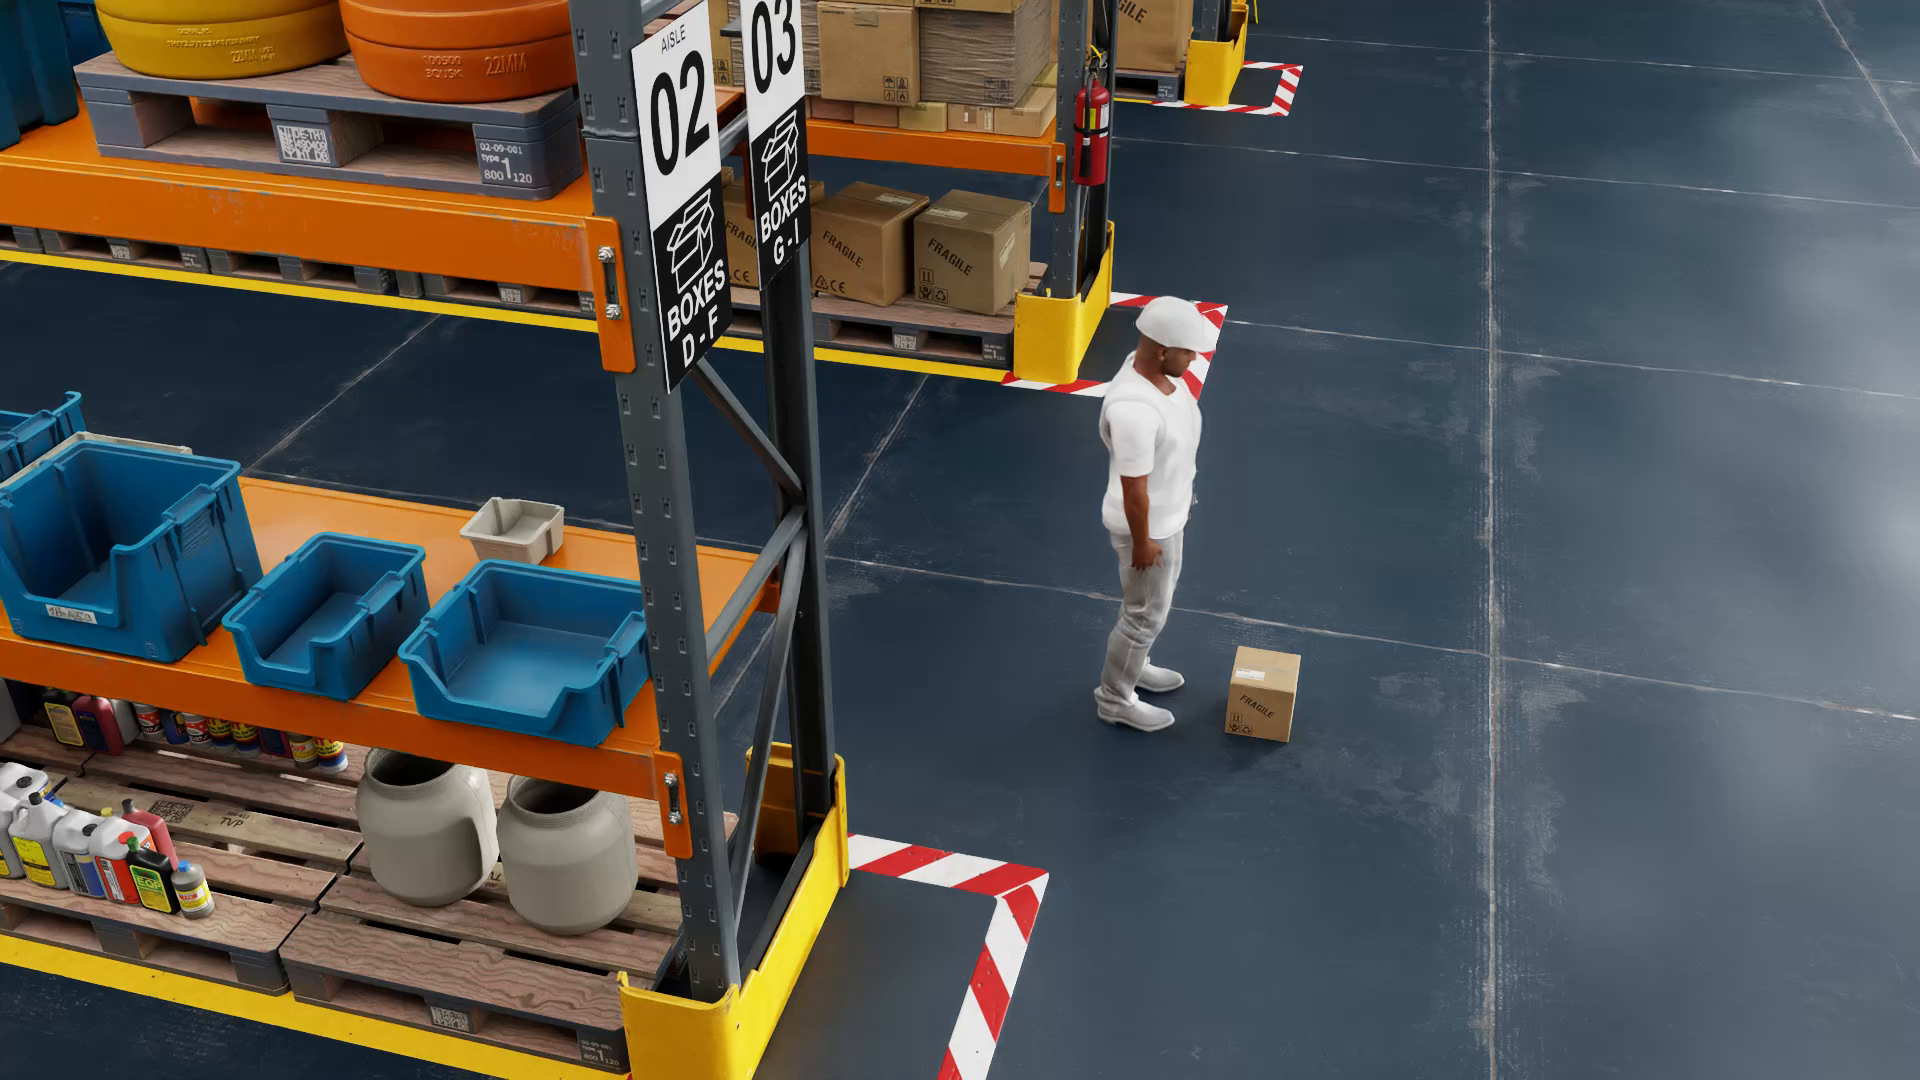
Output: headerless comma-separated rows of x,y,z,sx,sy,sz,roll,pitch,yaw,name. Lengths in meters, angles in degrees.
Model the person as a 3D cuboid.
0.717,-0.106,6.287,0.368,1.758,0.568,9,34,13,person
